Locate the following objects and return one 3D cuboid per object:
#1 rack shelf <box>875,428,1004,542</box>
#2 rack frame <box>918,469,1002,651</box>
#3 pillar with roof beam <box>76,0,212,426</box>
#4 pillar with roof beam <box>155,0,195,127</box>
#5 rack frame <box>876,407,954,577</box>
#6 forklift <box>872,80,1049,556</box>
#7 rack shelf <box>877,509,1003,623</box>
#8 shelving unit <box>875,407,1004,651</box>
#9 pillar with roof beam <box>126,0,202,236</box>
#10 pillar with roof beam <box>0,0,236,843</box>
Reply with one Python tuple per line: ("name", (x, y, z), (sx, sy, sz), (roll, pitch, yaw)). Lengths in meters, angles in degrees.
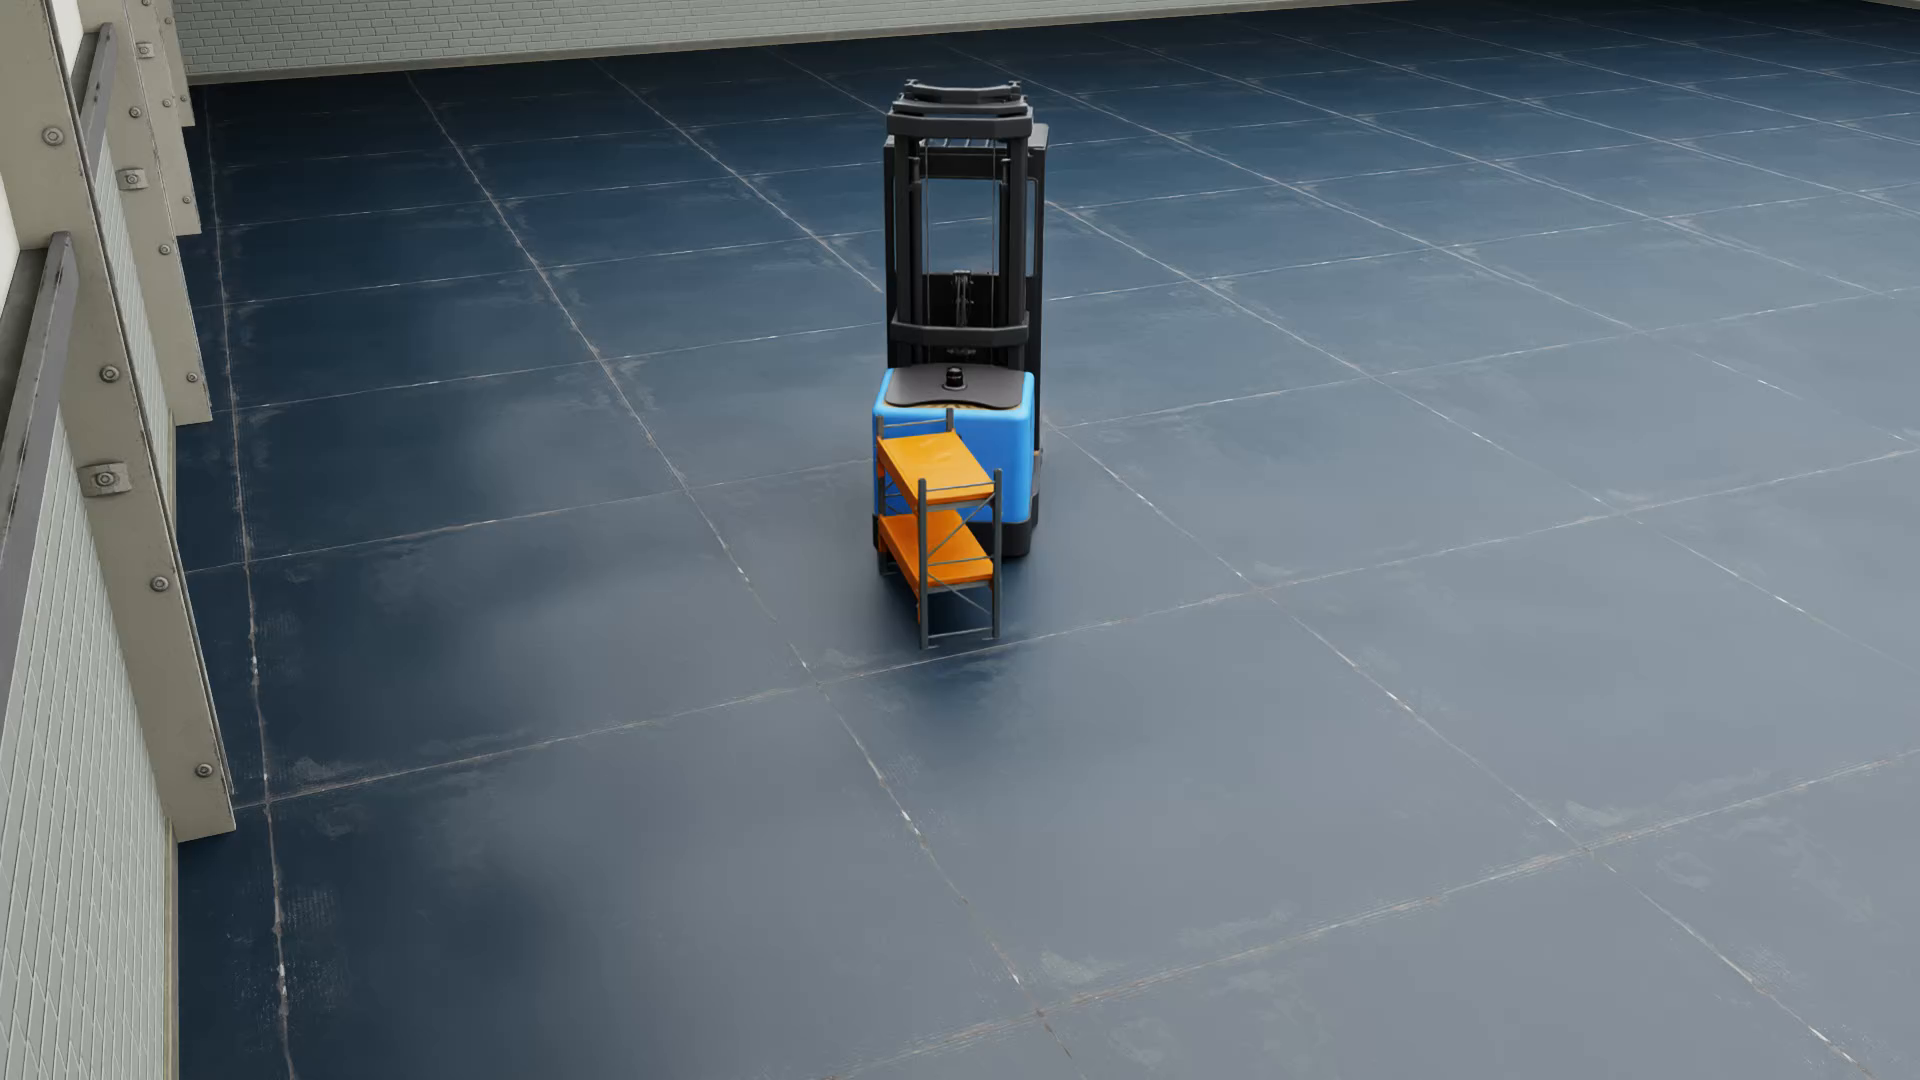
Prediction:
("rack shelf", (-0.141, -0.351, 10.166), (0.538, 0.278, 1.000), (-7, 27, -15))
("rack frame", (0.002, 0.126, 9.856), (0.500, 1.125, 0.032), (-7, 27, -15))
("pillar with roof beam", (-2.265, -5.794, 13.007), (9.100, 9.000, 0.400), (-11, 28, -21))
("pillar with roof beam", (-6.964, -10.639, 22.929), (9.100, 9.000, 0.400), (-11, 28, -21))
("rack frame", (-0.284, -0.302, 10.733), (0.500, 1.125, 0.032), (-7, 27, -15))
("forklift", (0.049, -1.824, 11.791), (1.130, 2.935, 3.031), (2, 26, 4))
("rack shelf", (-0.141, 0.132, 10.402), (0.538, 0.278, 1.000), (-7, 27, -15))
("shelving unit", (-0.141, -0.088, 10.295), (0.538, 1.125, 1.048), (-7, 27, -15))
("pillar with roof beam", (-4.615, -8.217, 17.968), (9.100, 9.000, 0.400), (-11, 28, -21))
("pillar with roof beam", (0.085, -3.372, 8.046), (9.100, 9.000, 0.400), (-11, 28, -21))
